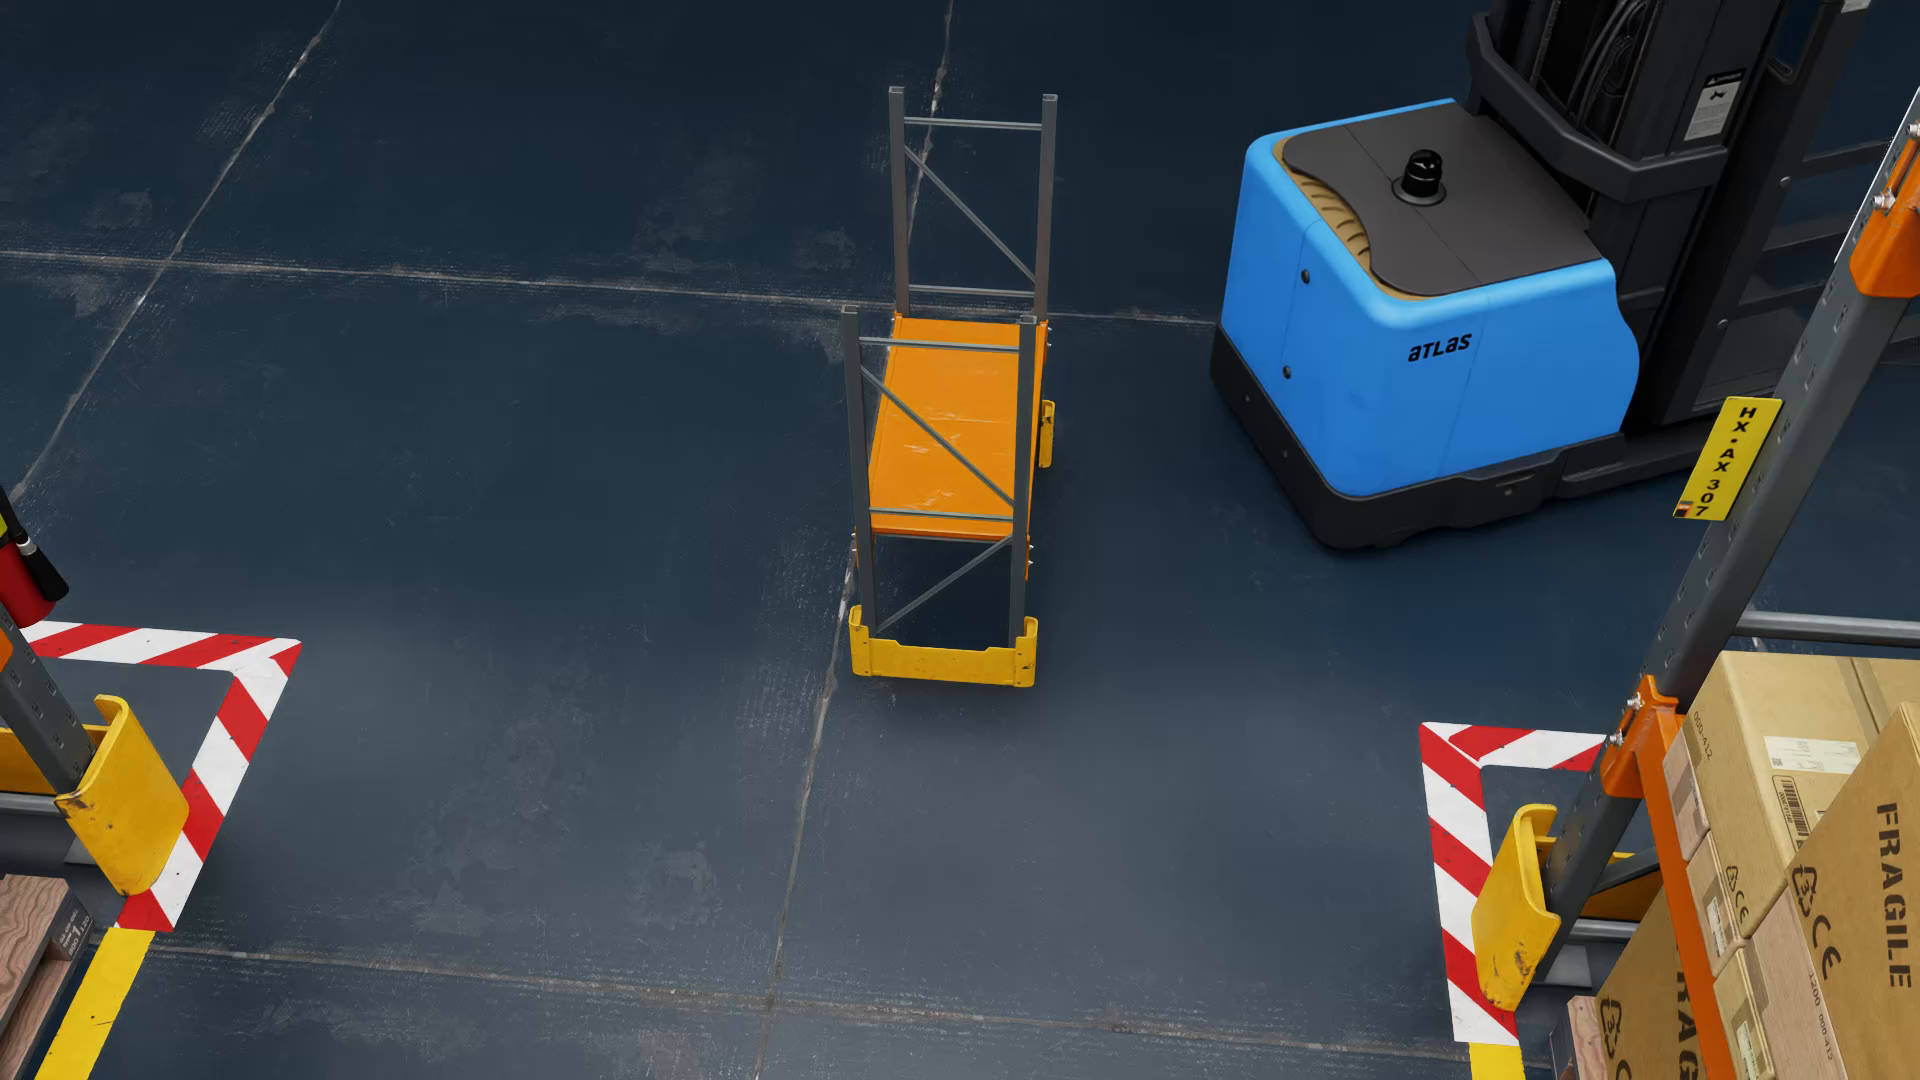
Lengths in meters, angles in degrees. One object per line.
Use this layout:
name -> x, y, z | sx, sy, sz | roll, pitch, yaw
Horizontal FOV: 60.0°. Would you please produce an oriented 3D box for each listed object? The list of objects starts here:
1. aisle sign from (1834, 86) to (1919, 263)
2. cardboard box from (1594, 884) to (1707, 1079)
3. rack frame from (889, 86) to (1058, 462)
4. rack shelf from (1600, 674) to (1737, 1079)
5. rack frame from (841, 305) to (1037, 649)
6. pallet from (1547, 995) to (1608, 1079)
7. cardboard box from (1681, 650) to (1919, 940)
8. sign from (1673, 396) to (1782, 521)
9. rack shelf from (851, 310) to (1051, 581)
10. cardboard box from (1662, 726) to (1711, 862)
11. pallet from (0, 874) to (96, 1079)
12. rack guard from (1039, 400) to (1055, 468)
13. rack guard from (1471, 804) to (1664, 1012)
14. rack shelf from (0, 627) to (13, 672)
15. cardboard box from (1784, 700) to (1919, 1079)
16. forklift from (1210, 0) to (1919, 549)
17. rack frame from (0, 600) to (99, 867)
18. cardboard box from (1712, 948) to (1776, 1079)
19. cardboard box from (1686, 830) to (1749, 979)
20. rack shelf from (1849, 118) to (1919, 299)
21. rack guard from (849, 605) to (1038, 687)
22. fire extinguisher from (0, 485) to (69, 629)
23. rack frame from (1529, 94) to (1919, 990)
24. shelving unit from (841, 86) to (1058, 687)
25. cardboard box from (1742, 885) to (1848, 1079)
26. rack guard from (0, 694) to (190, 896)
aisle sign -> 1.741, -0.743, 2.635 | 0.394, 0.787, 0.004 | 4, 48, 4
cardboard box -> 2.055, 1.258, 3.722 | 0.875, 0.875, 0.875 | 4, 48, 4
rack frame -> 0.039, -0.817, 5.481 | 0.500, 1.500, 0.032 | 4, 48, 4
rack shelf -> 1.851, 1.919, 2.449 | 1.077, 0.370, 4.000 | 4, 48, 4
rack frame -> -0.054, -0.070, 4.798 | 0.500, 1.500, 0.032 | 4, 48, 4
pallet -> 2.038, 1.741, 4.015 | 1.003, 0.211, 1.213 | 4, 48, 4
cardboard box -> 1.721, 0.492, 3.167 | 0.500, 0.250, 0.500 | 3, 48, 2
sign -> 1.481, -0.154, 3.217 | 0.100, 0.325, 0.005 | 4, 48, 4
rack shelf -> -0.008, -0.322, 5.272 | 0.538, 0.185, 1.000 | 4, 48, 4
cardboard box -> 1.672, 0.530, 3.402 | 0.380, 0.149, 0.250 | 4, 48, 4
pallet -> -3.013, 1.418, 4.310 | 1.003, 0.211, 1.213 | 4, 48, 4
rack guard -> 0.038, -0.394, 5.941 | 0.587, 0.250, 0.087 | 4, 48, 4
rack guard -> 2.036, 1.033, 4.466 | 1.175, 0.500, 0.348 | 4, 48, 4
rack shelf -> -3.081, 1.586, 2.754 | 1.077, 0.370, 4.000 | 4, 48, 4
cardboard box -> 1.675, 0.606, 2.555 | 0.500, 0.500, 0.500 | 3, 48, 3
forklift -> 2.510, -1.611, 5.237 | 3.031, 2.935, 1.130 | -14, 49, -12
rack frame -> -2.899, -0.126, 3.833 | 1.000, 3.000, 0.127 | 4, 48, 4
cardboard box -> 1.628, 0.907, 3.058 | 0.380, 0.149, 0.250 | 3, 48, 3
cardboard box -> 1.651, 0.719, 3.230 | 0.380, 0.149, 0.250 | 3, 48, 3
rack shelf -> 1.851, 0.907, 1.342 | 1.077, 0.370, 4.000 | 4, 48, 4
rack guard -> -0.052, 0.338, 5.272 | 0.587, 0.250, 0.087 | 4, 48, 4
fire extinguisher -> -2.433, -0.054, 4.072 | 0.296, 0.674, 0.183 | 4, 48, 4
rack frame -> 2.033, 0.207, 3.528 | 1.000, 3.000, 0.127 | 4, 48, 4
shelving unit -> -0.007, -0.450, 5.145 | 0.587, 1.500, 1.083 | 4, 48, 4
cardboard box -> 1.680, 0.874, 2.818 | 0.500, 0.250, 0.500 | 3, 48, 3
rack guard -> -2.910, 0.699, 4.772 | 1.175, 0.500, 0.348 | 4, 48, 4
